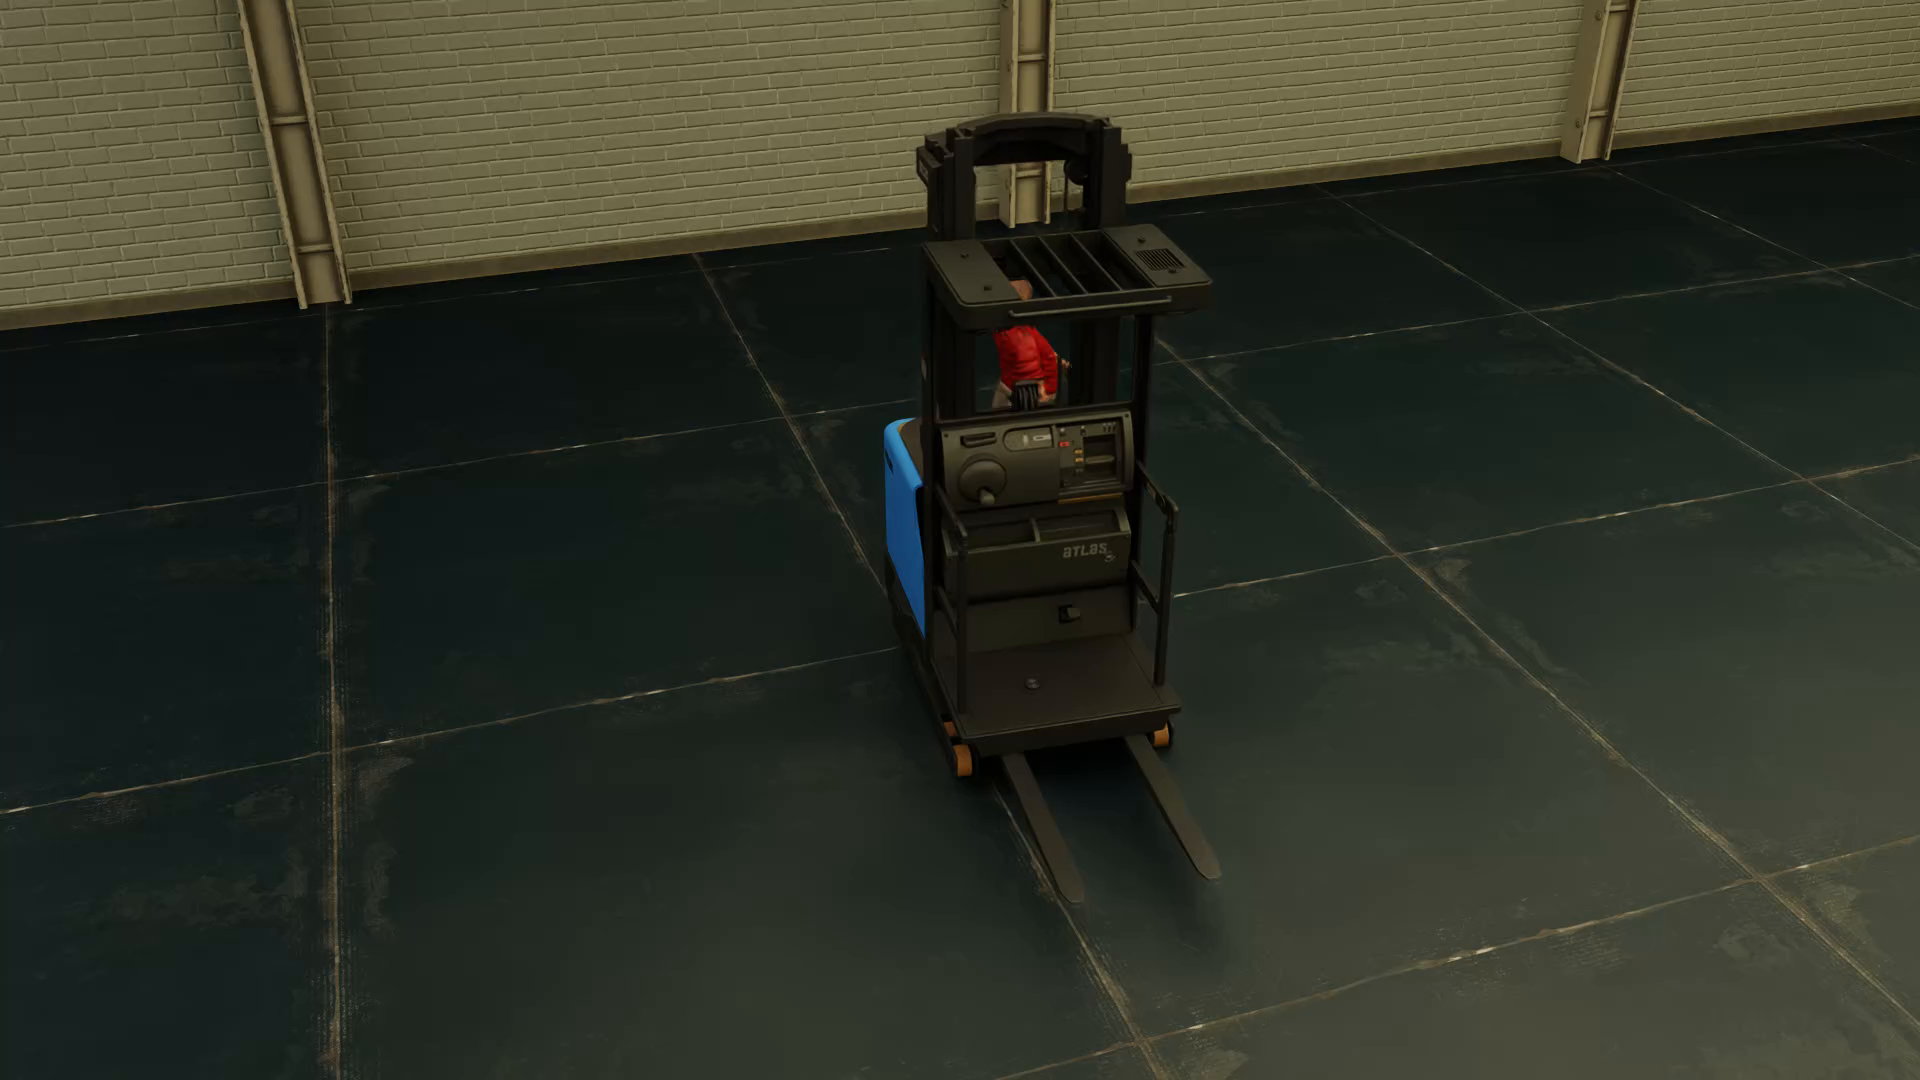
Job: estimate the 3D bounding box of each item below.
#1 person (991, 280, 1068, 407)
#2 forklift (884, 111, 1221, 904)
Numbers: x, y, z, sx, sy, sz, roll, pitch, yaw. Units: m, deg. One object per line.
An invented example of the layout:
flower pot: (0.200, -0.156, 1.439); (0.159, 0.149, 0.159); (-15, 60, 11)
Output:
person: (0.437, -0.753, 9.701); (0.824, 1.652, 0.709); (-15, 33, -24)
forklift: (0.424, -0.333, 7.667); (1.130, 2.935, 3.031); (-7, 31, -12)
